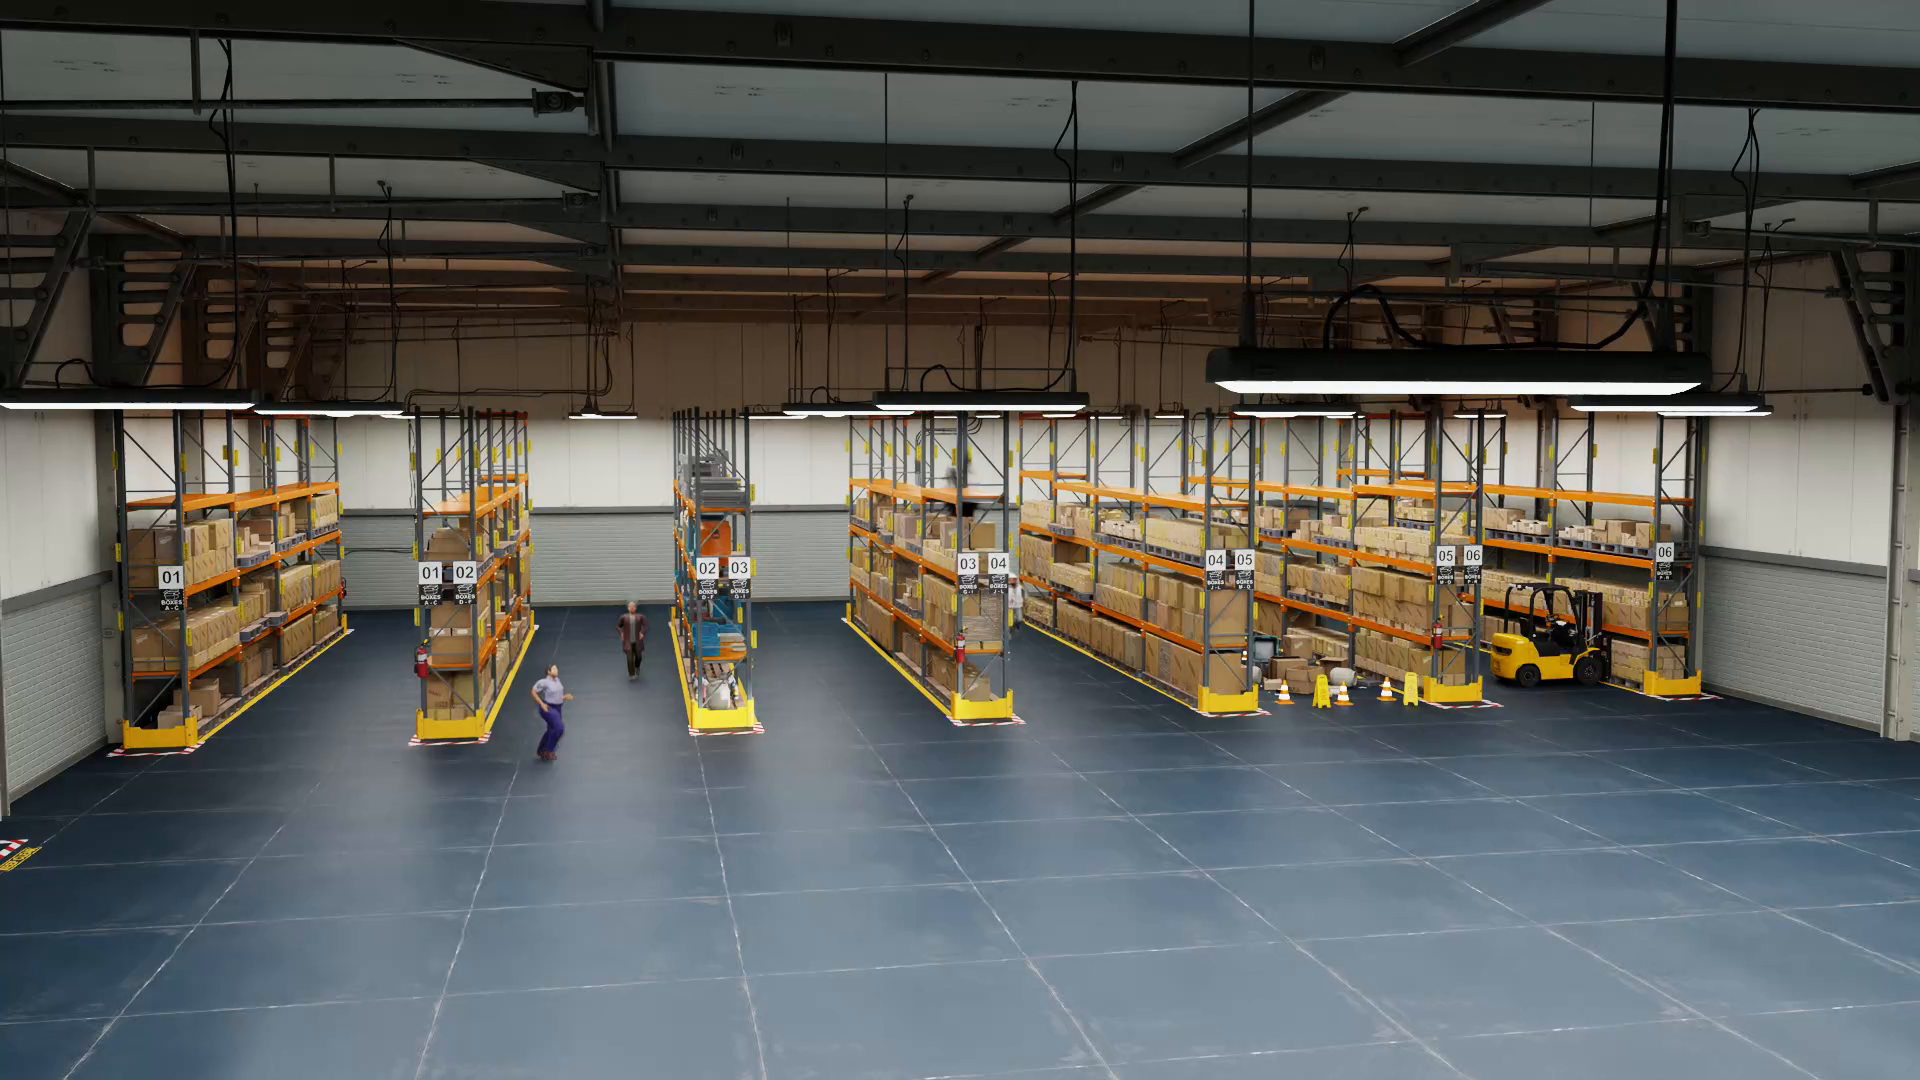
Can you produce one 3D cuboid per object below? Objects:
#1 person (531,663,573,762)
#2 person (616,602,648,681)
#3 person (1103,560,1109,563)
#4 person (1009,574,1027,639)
[{"bbox_3d":[-6.890,2.917,28.122,0.689,1.665,0.578,1,4,16],"label":"person"},{"bbox_3d":[-7.271,2.331,36.899,0.708,1.530,0.669,-1,4,-13],"label":"person"},{"bbox_3d":[4.150,1.486,47.498,0.660,1.828,0.755,-1,4,-13],"label":"person"},{"bbox_3d":[1.438,1.746,43.508,0.668,1.726,0.808,0,4,-4],"label":"person"}]
